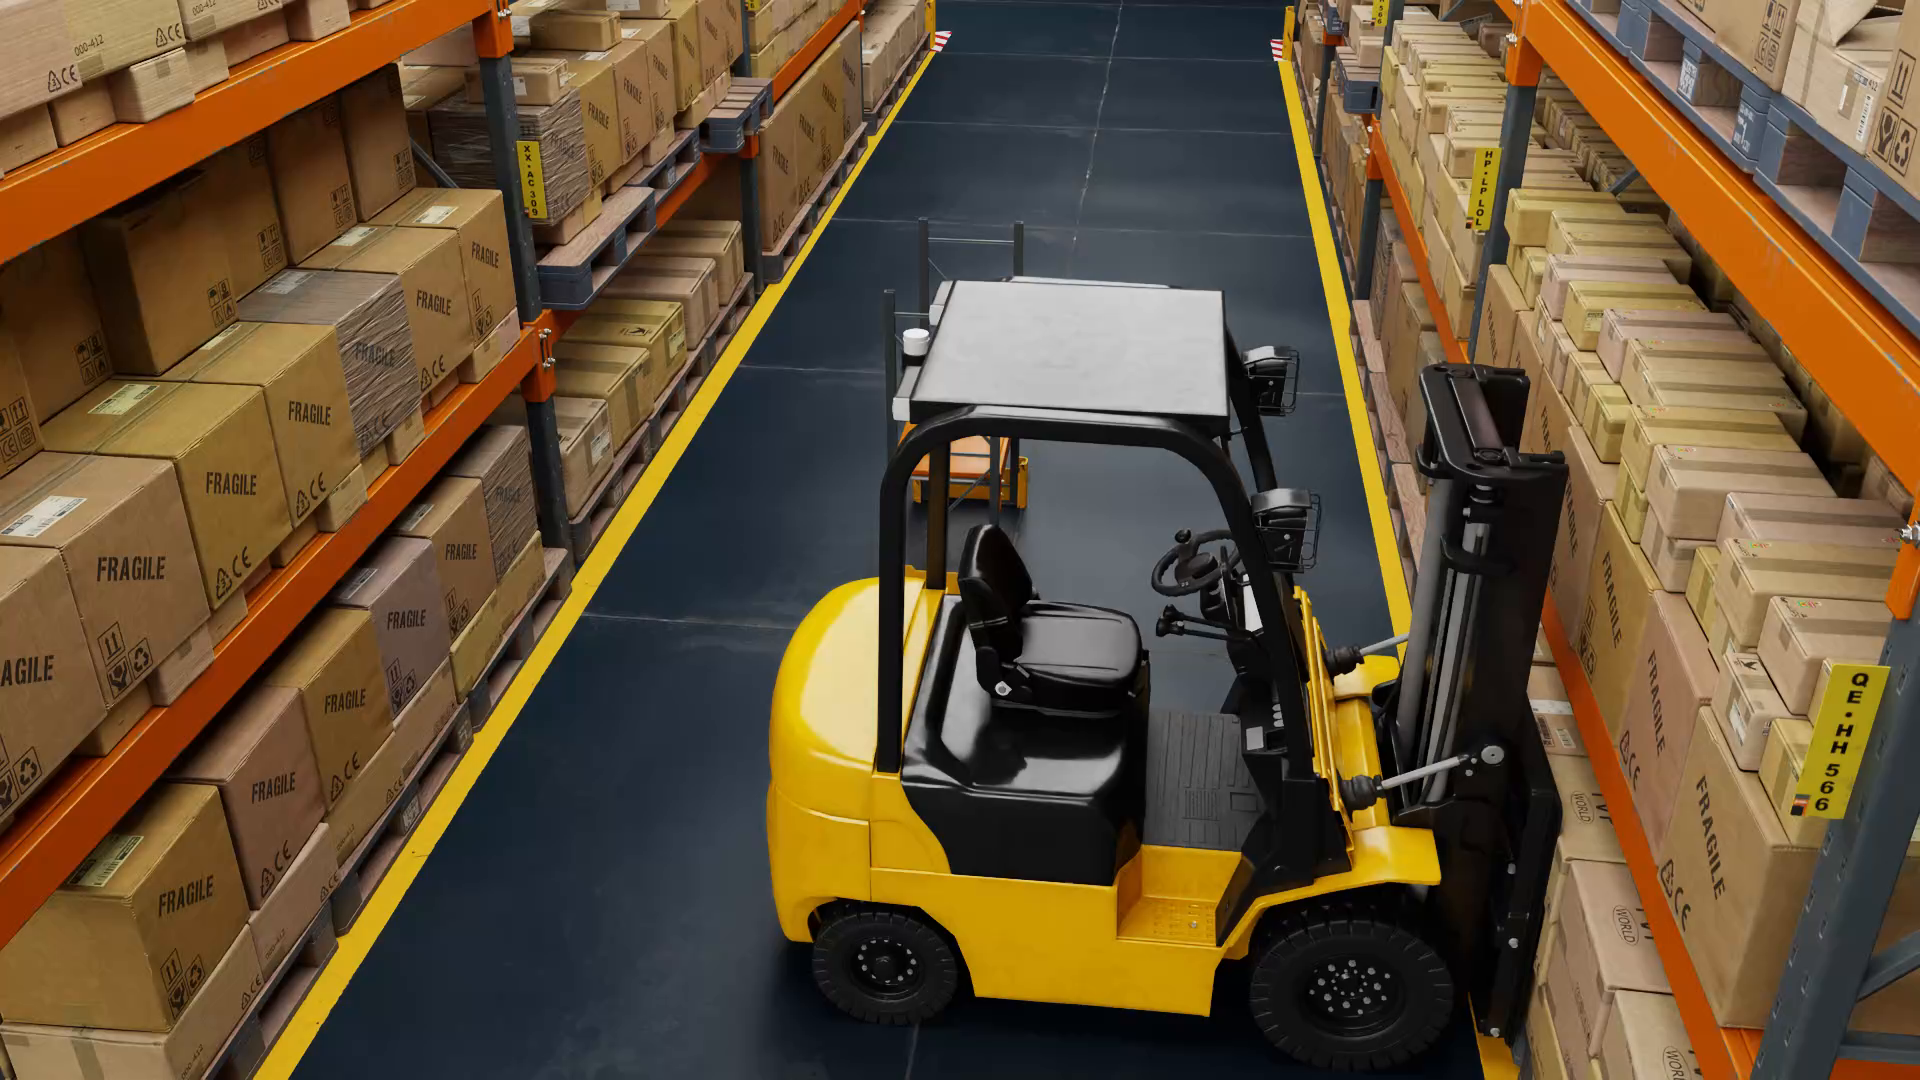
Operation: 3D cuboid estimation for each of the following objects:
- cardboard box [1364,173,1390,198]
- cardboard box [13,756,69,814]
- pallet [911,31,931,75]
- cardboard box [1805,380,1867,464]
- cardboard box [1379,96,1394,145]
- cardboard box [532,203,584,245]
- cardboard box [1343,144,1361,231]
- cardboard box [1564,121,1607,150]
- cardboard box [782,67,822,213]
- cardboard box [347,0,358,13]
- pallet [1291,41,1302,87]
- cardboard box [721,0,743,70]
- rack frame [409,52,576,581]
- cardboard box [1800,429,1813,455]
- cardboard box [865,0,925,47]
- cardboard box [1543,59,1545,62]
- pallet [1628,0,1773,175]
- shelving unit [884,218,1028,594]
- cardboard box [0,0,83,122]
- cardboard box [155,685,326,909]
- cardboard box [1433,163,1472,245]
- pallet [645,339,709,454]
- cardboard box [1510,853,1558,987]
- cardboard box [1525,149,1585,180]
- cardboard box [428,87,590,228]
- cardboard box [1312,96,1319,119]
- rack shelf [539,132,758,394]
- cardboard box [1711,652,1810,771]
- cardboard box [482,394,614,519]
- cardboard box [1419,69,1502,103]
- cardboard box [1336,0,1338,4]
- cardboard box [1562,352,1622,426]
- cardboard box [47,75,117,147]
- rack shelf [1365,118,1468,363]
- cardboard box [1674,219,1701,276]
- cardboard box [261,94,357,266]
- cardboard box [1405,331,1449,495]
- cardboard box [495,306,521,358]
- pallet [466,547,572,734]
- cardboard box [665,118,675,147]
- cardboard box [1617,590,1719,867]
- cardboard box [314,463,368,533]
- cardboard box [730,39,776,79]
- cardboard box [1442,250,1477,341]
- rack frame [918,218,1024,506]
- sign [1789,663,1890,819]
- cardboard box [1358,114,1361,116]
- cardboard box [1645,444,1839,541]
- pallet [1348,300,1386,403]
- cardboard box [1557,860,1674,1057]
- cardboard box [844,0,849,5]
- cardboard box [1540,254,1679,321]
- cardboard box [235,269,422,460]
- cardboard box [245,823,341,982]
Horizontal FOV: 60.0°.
[{"bbox_3d":[2.887,-2.370,10.996,0.380,0.149,0.250,2,28,4],"label":"cardboard box"},{"bbox_3d":[-2.565,0.569,4.296,0.380,0.149,0.250,4,29,7],"label":"cardboard box"},{"bbox_3d":[-0.889,-5.197,17.674,1.003,0.211,1.213,3,28,6],"label":"pallet"},{"bbox_3d":[2.569,-0.320,4.579,0.380,0.149,0.250,3,29,6],"label":"cardboard box"},{"bbox_3d":[2.781,-2.493,9.872,0.500,0.250,0.500,3,29,6],"label":"cardboard box"},{"bbox_3d":[-1.958,-1.473,7.644,0.380,0.149,0.250,4,29,7],"label":"cardboard box"},{"bbox_3d":[3.049,-2.531,11.978,0.500,0.500,0.500,5,29,8],"label":"cardboard box"},{"bbox_3d":[3.026,-1.831,7.696,0.380,0.149,0.250,3,28,6],"label":"cardboard box"},{"bbox_3d":[-1.568,-3.029,12.508,0.875,0.875,0.875,4,29,7],"label":"cardboard box"},{"bbox_3d":[-2.279,-1.849,5.621,0.380,0.149,0.250,2,28,4],"label":"cardboard box"},{"bbox_3d":[3.952,-4.880,17.086,1.003,0.211,1.213,3,28,6],"label":"pallet"},{"bbox_3d":[-1.629,-3.170,10.109,0.500,0.500,0.500,3,28,5],"label":"cardboard box"},{"bbox_3d":[-2.339,-1.157,7.235,1.000,3.000,0.127,3,28,6],"label":"rack frame"},{"bbox_3d":[2.615,-0.308,4.870,0.380,0.149,0.250,2,28,5],"label":"cardboard box"},{"bbox_3d":[-0.850,-5.546,17.641,0.875,0.438,0.875,2,28,4],"label":"cardboard box"},{"bbox_3d":[3.264,-2.550,9.032,0.380,0.149,0.250,3,28,5],"label":"cardboard box"},{"bbox_3d":[2.357,-1.176,4.202,1.003,0.211,1.213,3,28,6],"label":"pallet"},{"bbox_3d":[-0.009,-0.624,7.828,0.587,1.500,1.083,3,28,6],"label":"shelving unit"},{"bbox_3d":[-2.432,-1.117,3.843,0.500,0.250,0.500,3,28,5],"label":"cardboard box"},{"bbox_3d":[-2.394,0.800,5.268,0.500,0.500,0.500,2,28,4],"label":"cardboard box"},{"bbox_3d":[2.450,-1.513,7.527,0.500,0.250,0.500,3,28,5],"label":"cardboard box"},{"bbox_3d":[-2.098,-0.872,9.646,1.003,0.211,1.213,3,28,6],"label":"pallet"},{"bbox_3d":[1.961,1.091,4.991,0.500,0.250,0.500,3,28,5],"label":"cardboard box"},{"bbox_3d":[2.505,-1.608,7.283,0.380,0.149,0.250,3,28,6],"label":"cardboard box"},{"bbox_3d":[-1.997,-1.721,7.420,0.500,0.500,0.500,4,29,7],"label":"cardboard box"},{"bbox_3d":[3.345,-3.845,14.788,0.380,0.149,0.250,3,28,5],"label":"cardboard box"},{"bbox_3d":[-2.094,-1.782,9.153,1.077,0.370,4.000,3,28,6],"label":"rack shelf"},{"bbox_3d":[1.864,0.381,3.590,0.380,0.149,0.250,4,29,7],"label":"cardboard box"},{"bbox_3d":[-2.277,-0.432,8.217,0.950,0.372,0.625,4,29,7],"label":"cardboard box"},{"bbox_3d":[2.599,-2.342,8.645,0.380,0.149,0.250,4,29,7],"label":"cardboard box"},{"bbox_3d":[3.017,-4.130,12.453,0.396,0.266,0.258,5,29,9],"label":"cardboard box"},{"bbox_3d":[2.102,-0.464,5.160,0.380,0.149,0.250,2,28,5],"label":"cardboard box"},{"bbox_3d":[-2.422,-1.116,4.261,0.380,0.149,0.250,2,28,5],"label":"cardboard box"},{"bbox_3d":[2.833,-1.495,8.621,1.077,0.370,4.000,3,28,6],"label":"rack shelf"},{"bbox_3d":[2.777,-1.047,5.929,0.380,0.149,0.250,3,28,5],"label":"cardboard box"},{"bbox_3d":[-2.692,-1.339,6.099,0.700,0.500,0.500,4,29,6],"label":"cardboard box"},{"bbox_3d":[2.743,-0.621,8.301,0.875,0.625,0.625,3,28,6],"label":"cardboard box"},{"bbox_3d":[-2.076,-0.877,6.981,0.380,0.149,0.250,3,28,6],"label":"cardboard box"},{"bbox_3d":[-2.386,0.389,7.306,1.003,0.211,1.213,3,28,6],"label":"pallet"},{"bbox_3d":[-1.767,-2.212,9.016,0.380,0.149,0.250,2,28,5],"label":"cardboard box"},{"bbox_3d":[1.970,0.478,4.095,0.500,0.500,0.500,4,29,8],"label":"cardboard box"},{"bbox_3d":[-2.254,-0.157,5.644,0.380,0.149,0.250,4,29,7],"label":"cardboard box"},{"bbox_3d":[-1.539,-3.190,11.166,0.500,0.250,0.500,3,28,5],"label":"cardboard box"},{"bbox_3d":[2.390,-1.057,7.207,0.500,0.250,0.500,4,29,7],"label":"cardboard box"},{"bbox_3d":[0.052,-0.859,8.264,0.500,1.500,0.032,3,28,6],"label":"rack frame"},{"bbox_3d":[1.561,0.360,2.948,0.100,0.325,0.005,3,28,6],"label":"sign"},{"bbox_3d":[3.158,-3.106,12.361,0.380,0.149,0.250,3,29,6],"label":"cardboard box"},{"bbox_3d":[1.963,-0.113,4.195,0.380,0.149,0.250,4,29,7],"label":"cardboard box"},{"bbox_3d":[2.938,-1.140,10.144,1.003,0.211,1.213,3,28,6],"label":"pallet"},{"bbox_3d":[1.901,1.122,4.406,0.500,0.250,0.500,4,29,7],"label":"cardboard box"},{"bbox_3d":[-1.164,-4.631,13.841,0.500,0.250,0.500,3,28,5],"label":"cardboard box"},{"bbox_3d":[2.156,-0.834,5.532,0.380,0.149,0.250,4,29,7],"label":"cardboard box"},{"bbox_3d":[-2.262,-0.621,5.822,0.500,0.500,0.500,4,29,8],"label":"cardboard box"},{"bbox_3d":[-2.386,1.148,5.413,0.500,0.250,0.500,4,29,8],"label":"cardboard box"}]
